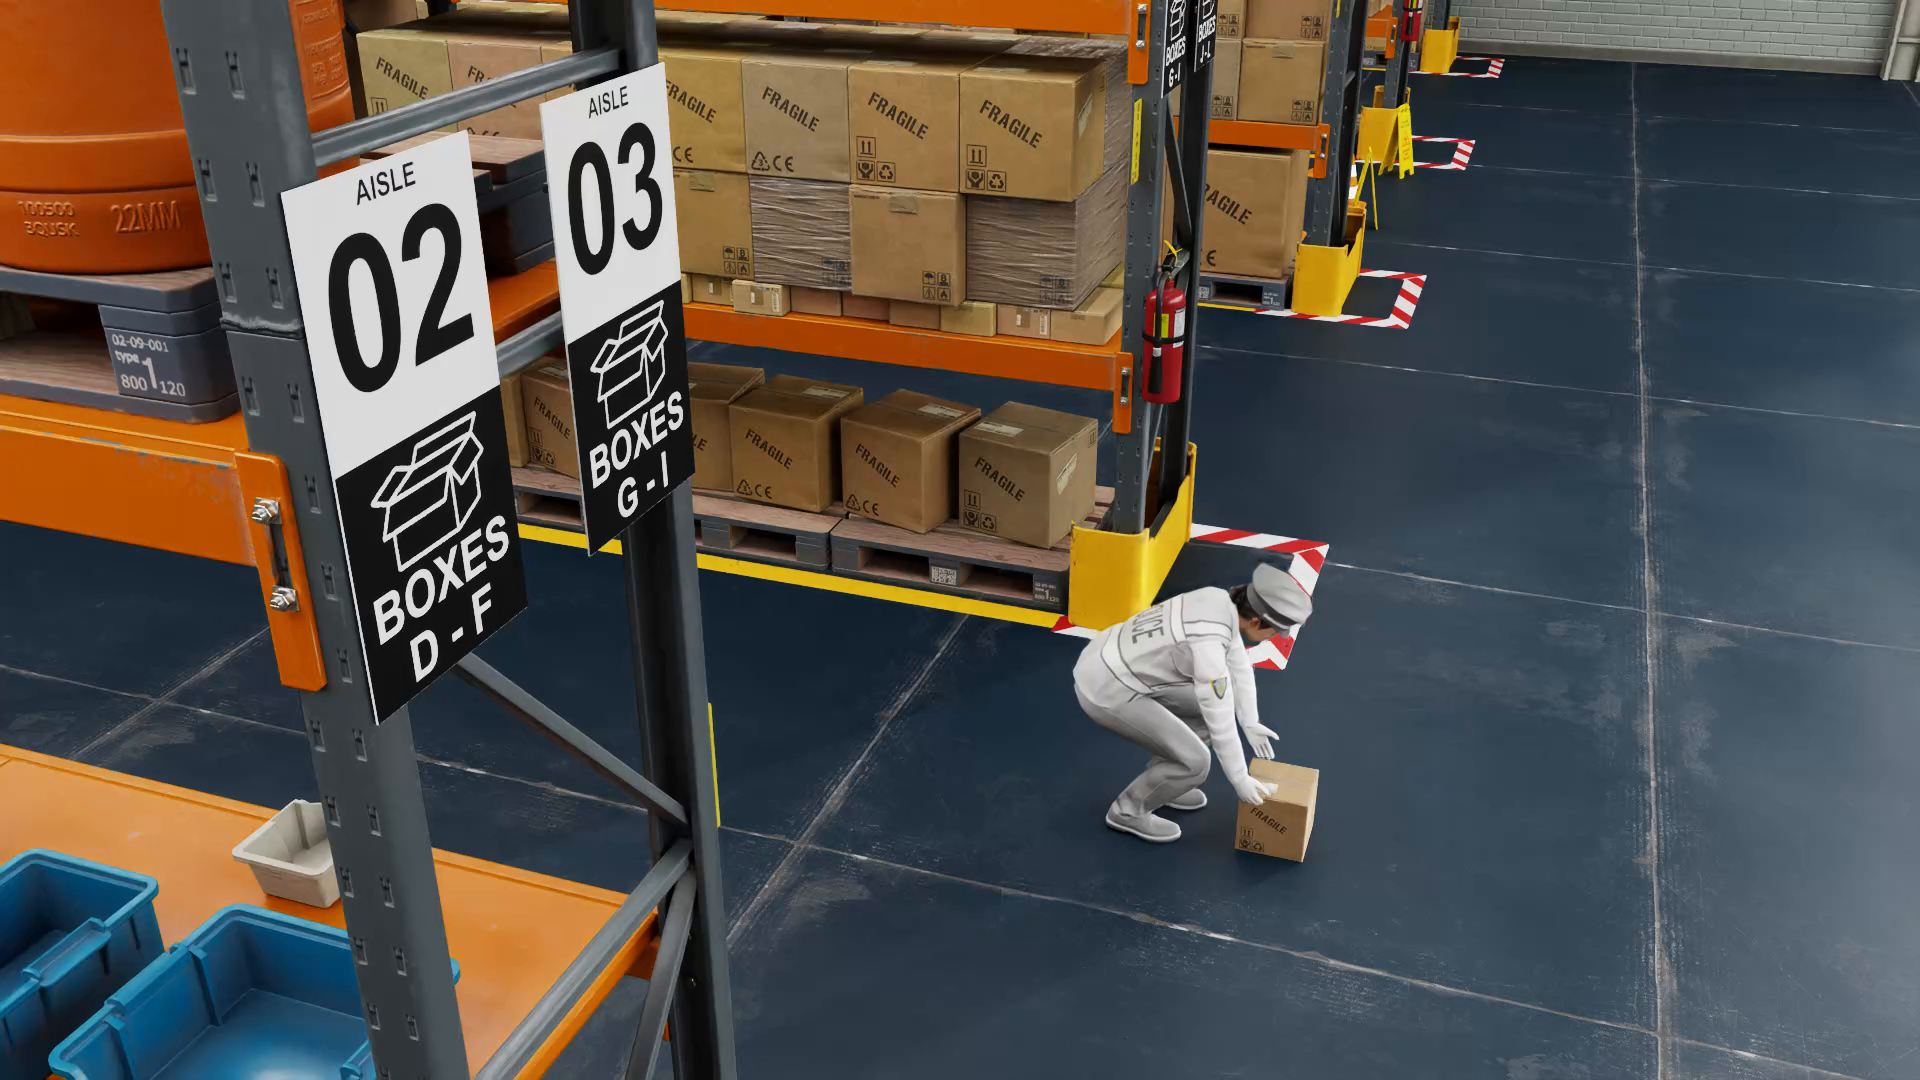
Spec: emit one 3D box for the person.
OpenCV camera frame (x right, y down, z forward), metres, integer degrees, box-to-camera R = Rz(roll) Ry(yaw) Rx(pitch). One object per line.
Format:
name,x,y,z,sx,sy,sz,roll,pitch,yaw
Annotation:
person,0.842,0.567,6.123,0.826,1.075,0.505,9,27,17
